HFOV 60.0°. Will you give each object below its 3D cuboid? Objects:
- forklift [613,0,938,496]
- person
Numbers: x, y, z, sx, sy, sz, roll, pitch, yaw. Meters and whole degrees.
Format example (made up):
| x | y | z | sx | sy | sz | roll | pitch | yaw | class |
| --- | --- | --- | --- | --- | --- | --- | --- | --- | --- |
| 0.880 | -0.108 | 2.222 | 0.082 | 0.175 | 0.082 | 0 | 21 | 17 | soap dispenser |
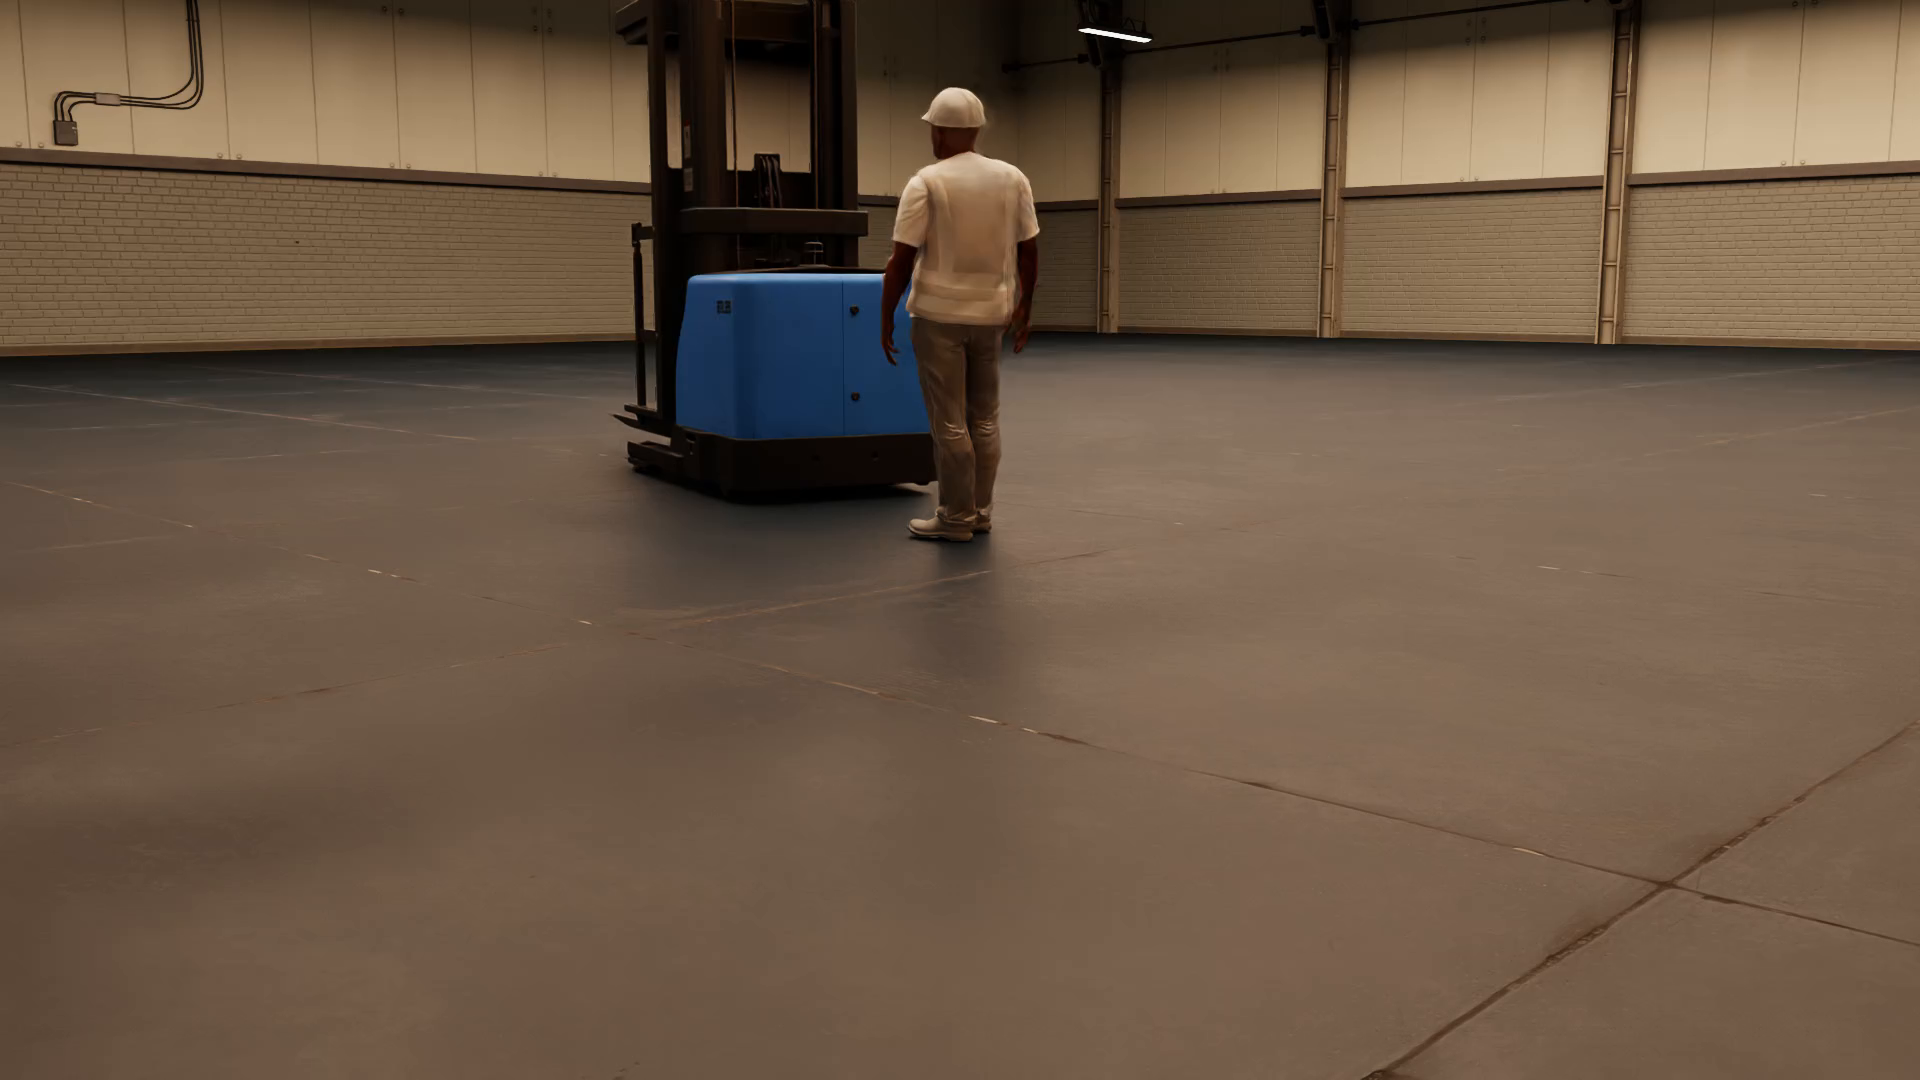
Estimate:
| x | y | z | sx | sy | sz | roll | pitch | yaw | class |
| --- | --- | --- | --- | --- | --- | --- | --- | --- | --- |
| -1.209 | -1.836 | 9.071 | 1.130 | 2.935 | 3.031 | -4 | 10 | -26 | forklift |
| -0.049 | -0.892 | 6.680 | 0.661 | 1.768 | 0.638 | -4 | 9 | -25 | person |
